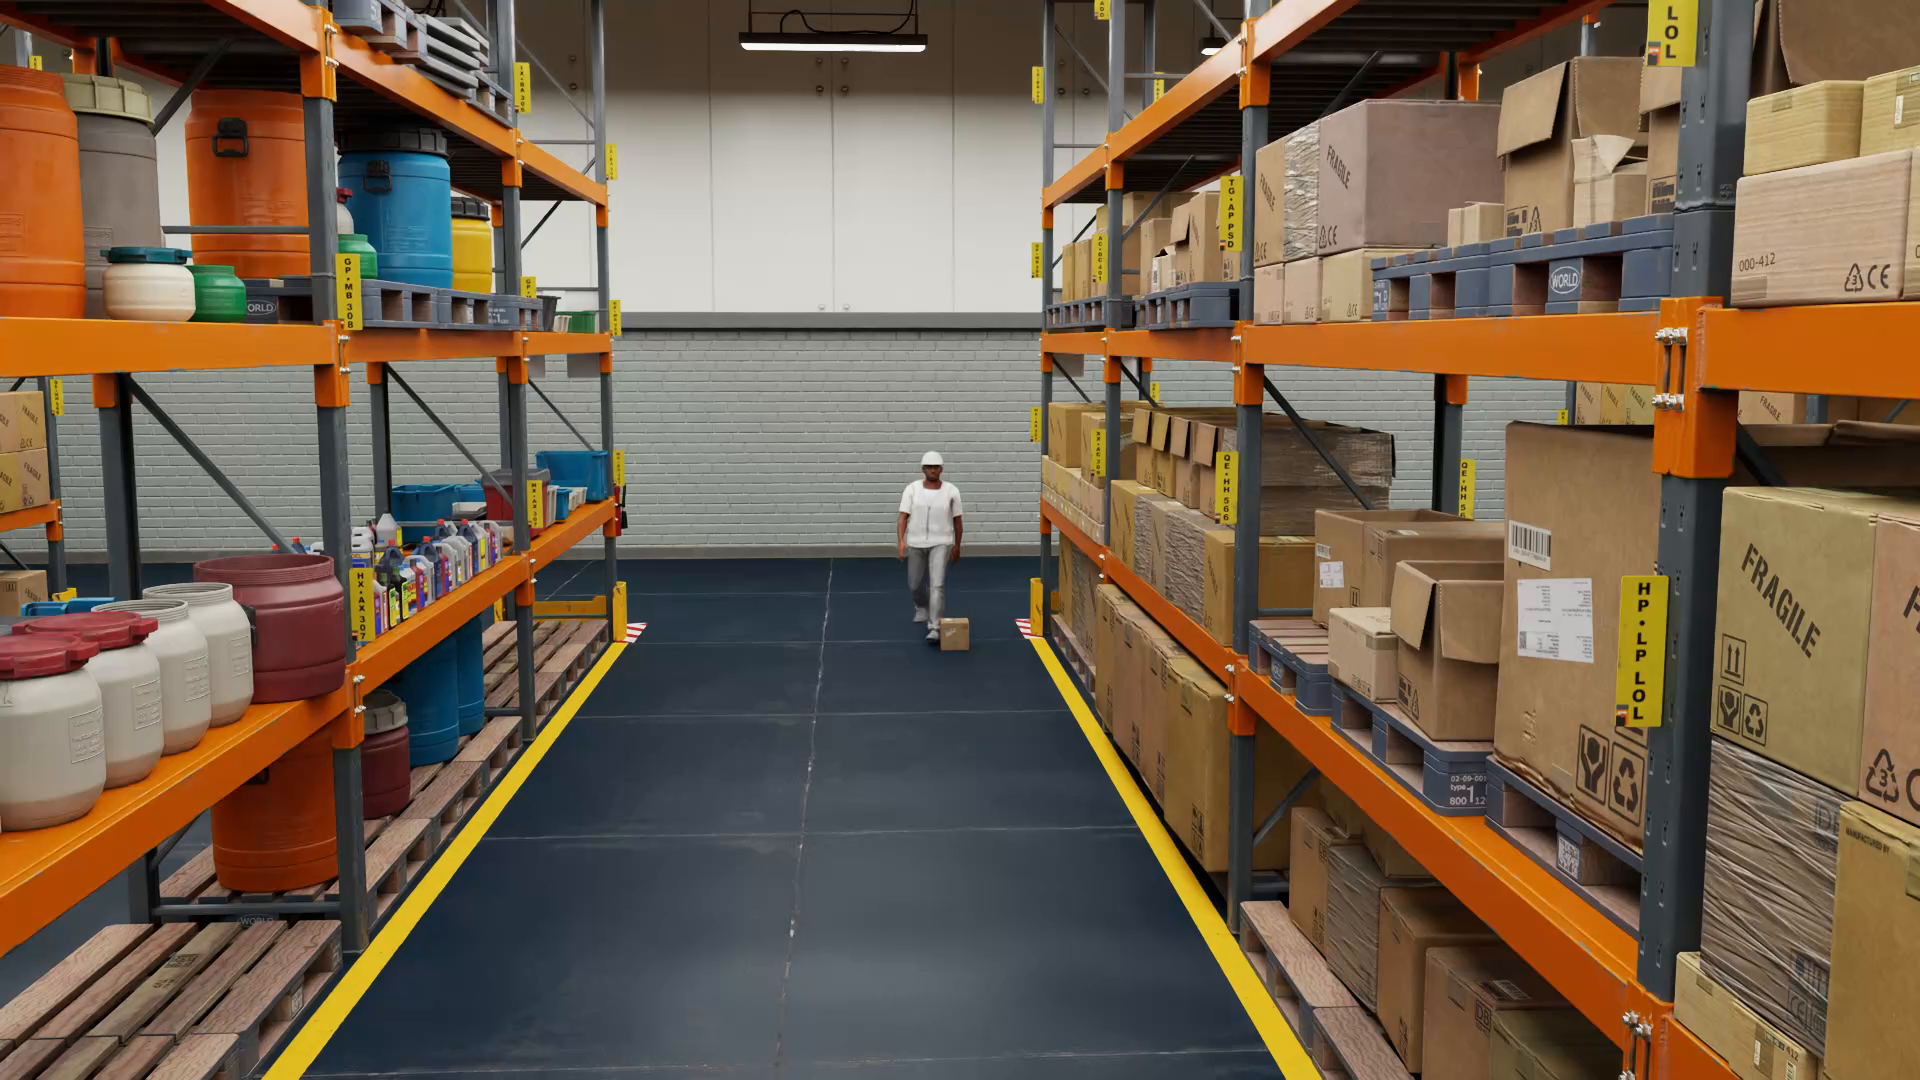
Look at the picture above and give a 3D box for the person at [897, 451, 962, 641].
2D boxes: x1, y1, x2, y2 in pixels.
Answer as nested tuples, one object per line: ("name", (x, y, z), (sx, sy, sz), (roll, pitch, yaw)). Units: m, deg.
("person", (-0.285, 0.045, 15.412), (0.583, 1.738, 0.986), (1, 7, 7))
